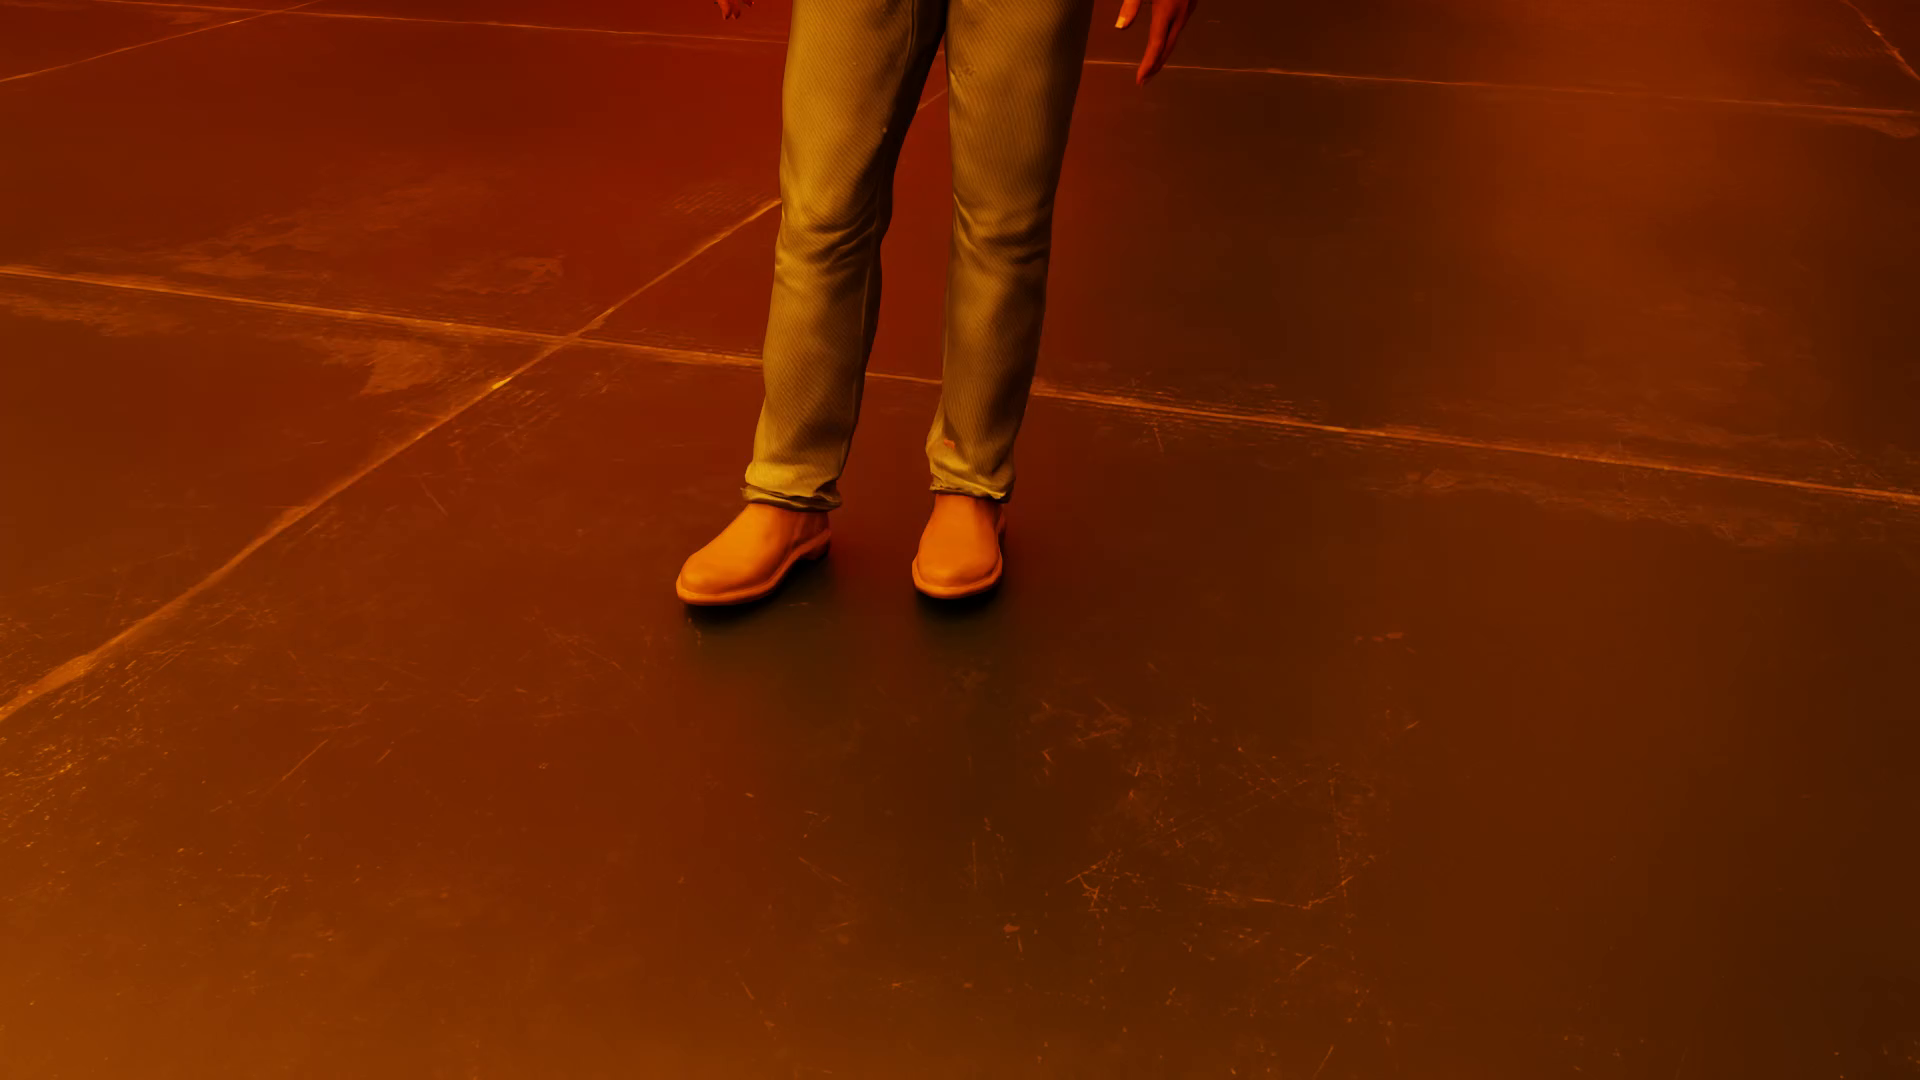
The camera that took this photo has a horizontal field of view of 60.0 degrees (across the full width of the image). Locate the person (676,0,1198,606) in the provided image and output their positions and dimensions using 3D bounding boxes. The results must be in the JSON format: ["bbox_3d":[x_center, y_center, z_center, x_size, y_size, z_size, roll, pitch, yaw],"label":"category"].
[{"bbox_3d":[-0.027,-0.761,2.040,0.665,1.759,0.577,8,28,16],"label":"person"}]
